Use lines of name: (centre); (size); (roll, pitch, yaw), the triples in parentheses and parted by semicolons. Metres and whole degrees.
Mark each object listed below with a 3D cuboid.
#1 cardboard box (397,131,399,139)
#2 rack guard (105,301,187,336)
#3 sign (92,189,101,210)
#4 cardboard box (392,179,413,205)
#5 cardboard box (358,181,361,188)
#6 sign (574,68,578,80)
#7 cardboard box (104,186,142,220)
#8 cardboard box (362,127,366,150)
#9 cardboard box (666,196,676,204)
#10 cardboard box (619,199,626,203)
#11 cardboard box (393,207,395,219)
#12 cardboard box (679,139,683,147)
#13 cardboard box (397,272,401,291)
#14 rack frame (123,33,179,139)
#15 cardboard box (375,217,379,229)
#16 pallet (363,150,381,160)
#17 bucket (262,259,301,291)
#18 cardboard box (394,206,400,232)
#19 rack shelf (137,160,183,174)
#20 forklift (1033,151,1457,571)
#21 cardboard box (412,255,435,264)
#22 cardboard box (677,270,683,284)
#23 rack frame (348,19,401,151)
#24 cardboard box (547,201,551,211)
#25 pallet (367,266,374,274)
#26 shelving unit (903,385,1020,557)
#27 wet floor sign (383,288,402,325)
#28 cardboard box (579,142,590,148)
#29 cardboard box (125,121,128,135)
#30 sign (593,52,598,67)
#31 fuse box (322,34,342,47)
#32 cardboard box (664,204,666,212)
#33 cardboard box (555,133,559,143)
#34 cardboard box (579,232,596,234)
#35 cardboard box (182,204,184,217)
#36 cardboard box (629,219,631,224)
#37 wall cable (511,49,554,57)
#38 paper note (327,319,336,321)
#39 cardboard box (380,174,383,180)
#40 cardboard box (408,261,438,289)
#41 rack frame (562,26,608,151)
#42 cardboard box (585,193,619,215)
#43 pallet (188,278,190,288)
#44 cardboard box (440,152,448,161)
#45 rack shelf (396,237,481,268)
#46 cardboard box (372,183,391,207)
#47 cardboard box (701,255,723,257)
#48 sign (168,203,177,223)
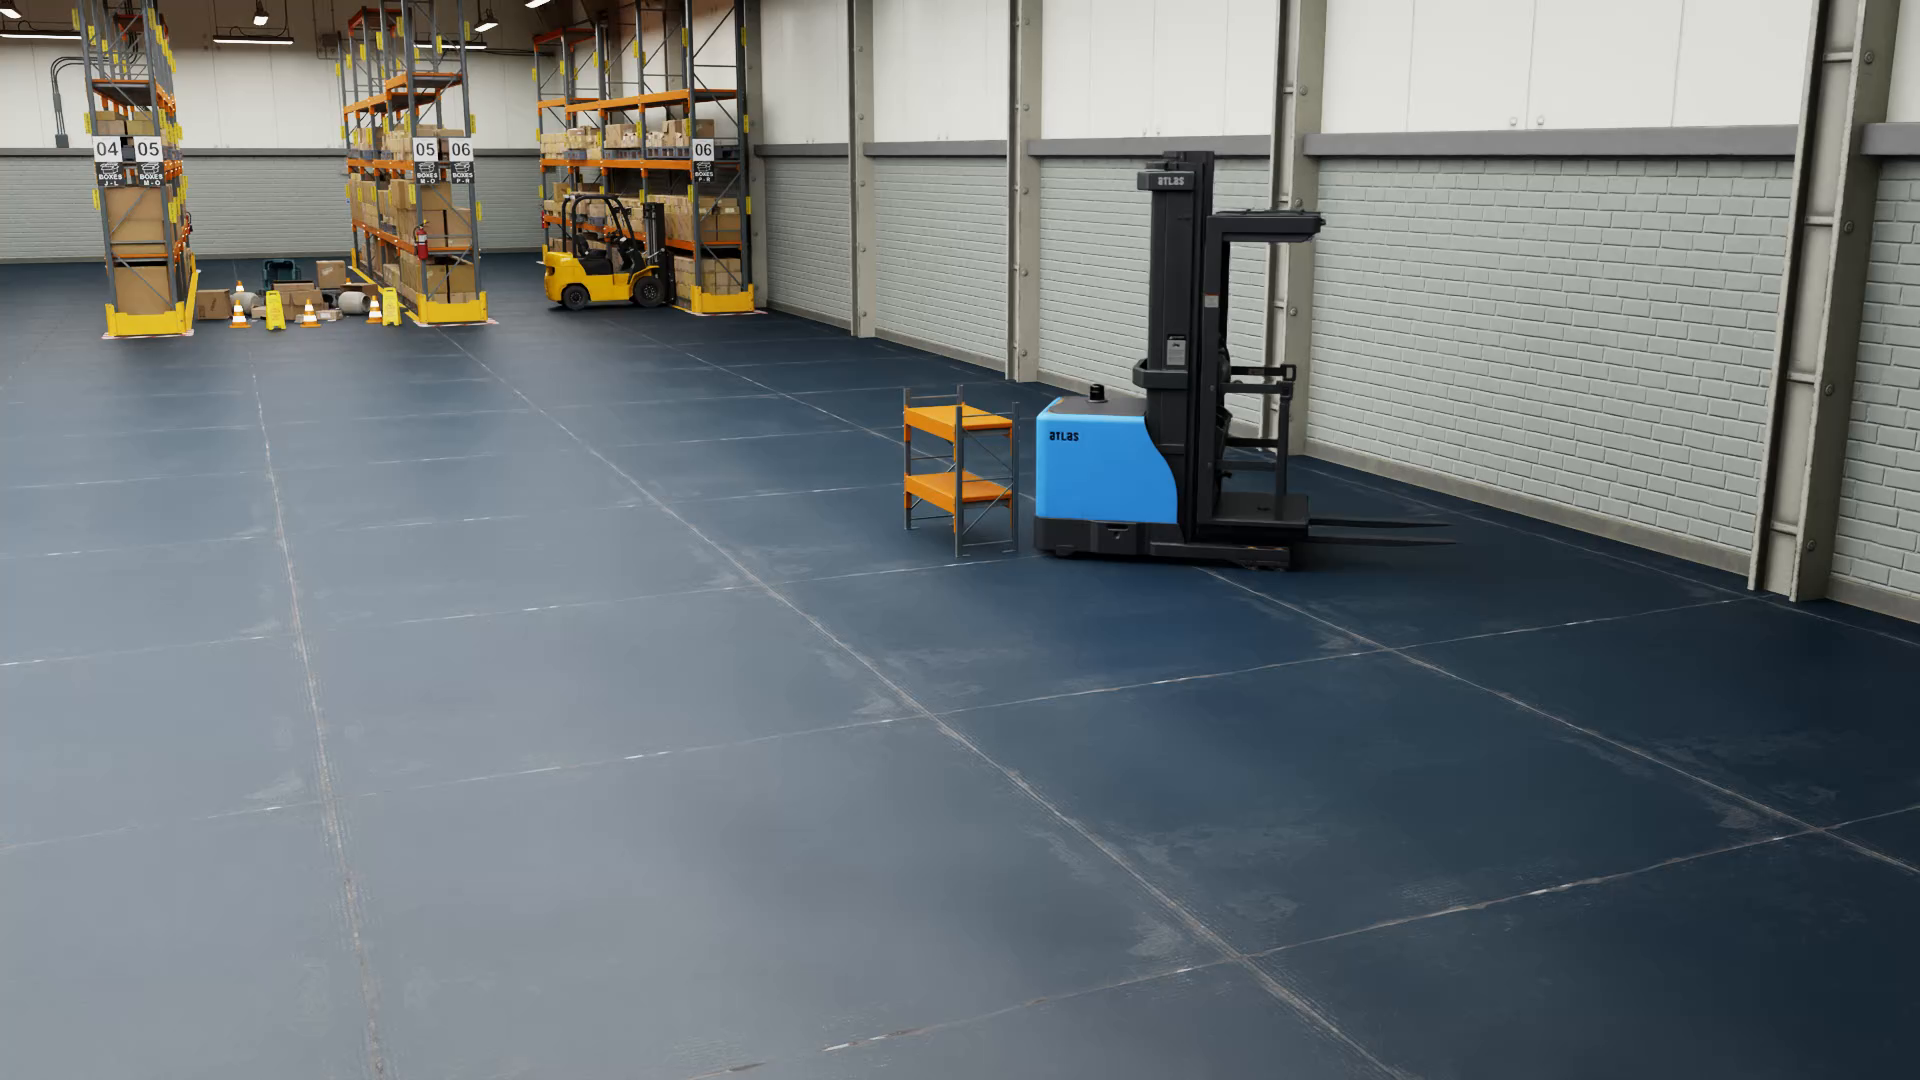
cardboard box: (-10.397, -7.636, 31.345); (0.380, 0.149, 0.250); (-6, 14, -25)
rack guard: (-13.562, -3.695, 27.728); (1.175, 0.500, 0.348); (-6, 14, -23)
sign: (-14.074, -5.552, 27.111); (0.100, 0.325, 0.005); (-6, 14, -23)
cardboard box: (-10.517, -6.675, 31.961); (0.700, 0.500, 0.500); (-6, 14, -23)
cardboard box: (-14.326, -8.474, 40.391); (0.500, 0.500, 0.500); (-6, 14, -23)
sign: (-10.423, -12.642, 45.112); (0.100, 0.325, 0.005); (-6, 14, -23)
cardboard box: (-13.990, -5.703, 28.130); (0.875, 0.550, 0.550); (-6, 14, -23)
cardboard box: (-13.253, -9.092, 37.694); (0.500, 0.500, 0.500); (-5, 14, -22)
cardboard box: (-5.688, -6.820, 33.363); (0.380, 0.149, 0.250); (-6, 14, -23)
cardboard box: (-7.350, -7.495, 36.940); (0.380, 0.149, 0.250); (-5, 14, -22)
cardboard box: (-11.074, -6.686, 33.291); (0.500, 0.500, 0.500); (-6, 14, -24)
cardboard box: (-5.140, -7.571, 31.683); (0.380, 0.149, 0.250); (-6, 14, -25)
cardboard box: (-10.891, -5.245, 33.777); (0.950, 0.372, 0.625); (-5, 14, -22)
rack frame: (-19.981, -11.147, 41.074); (1.000, 3.000, 0.127); (-6, 14, -23)
cardboard box: (-12.722, -7.047, 36.998); (0.500, 0.250, 0.500); (-6, 14, -25)
pallet: (-12.588, -8.537, 36.868); (1.213, 0.211, 1.003); (-5, 14, -20)
bucket: (-13.007, -5.070, 32.014); (0.726, 0.611, 0.620); (-1, 3, -4)
cardboard box: (-10.758, -6.290, 32.514); (0.500, 0.500, 0.500); (-6, 14, -23)
rack shelf: (-19.180, -8.922, 39.708); (1.077, 0.370, 4.000); (-6, 14, -23)
forklift: (2.116, -1.336, 12.140); (3.031, 2.935, 1.130); (3, 13, 12)
cardboard box: (-9.845, -5.144, 30.510); (0.380, 0.149, 0.250); (-5, 14, -21)
cardboard box: (-5.203, -5.121, 32.401); (0.500, 0.250, 0.500); (-6, 14, -24)
rack frame: (-13.884, -10.788, 39.525); (1.000, 3.000, 0.127); (-6, 14, -23)
cardboard box: (-10.802, -8.991, 44.736); (0.500, 0.250, 0.500); (-5, 14, -22)
pallet: (-14.117, -6.671, 41.225); (1.003, 0.211, 1.213); (-6, 14, -23)
shelving unit: (-0.003, -0.549, 12.749); (0.538, 1.125, 1.048); (-6, 14, -23)
wet floor sign: (-9.981, -4.103, 29.168); (0.267, 0.644, 0.232); (-1, 13, -4)
cardboard box: (-8.943, -9.494, 39.990); (0.380, 0.149, 0.250); (-5, 14, -22)
cardboard box: (-14.223, -6.884, 27.829); (0.500, 0.250, 0.500); (-6, 14, -23)
sign: (-8.228, -10.853, 37.560); (0.100, 0.325, 0.005); (-6, 14, -23)
fuse box: (-17.987, -14.308, 47.637); (0.513, 0.334, 0.176); (-6, 14, -23)
cardboard box: (-5.759, -6.670, 33.375); (0.380, 0.149, 0.250); (-6, 14, -25)
cardboard box: (-10.166, -10.383, 42.993); (0.500, 0.250, 0.500); (-5, 14, -22)
cardboard box: (-9.382, -7.670, 41.870); (0.380, 0.149, 0.250); (-6, 14, -24)
cardboard box: (-18.346, -7.716, 38.675); (0.500, 0.500, 0.500); (-6, 14, -24)
cardboard box: (-6.951, -6.878, 36.267); (0.500, 0.250, 0.500); (-6, 14, -23)
wall cable: (-12.027, -16.055, 49.947); (2.988, 3.039, 0.133); (-6, 14, -23)
paper note: (-11.279, -3.955, 29.891); (0.148, 0.019, 0.142); (-12, 18, -42)
cardboard box: (-14.031, -8.906, 40.822); (0.380, 0.149, 0.250); (-6, 14, -24)
cardboard box: (-10.044, -4.971, 31.199); (0.500, 0.500, 0.500); (-6, 14, -24)
rack frame: (-9.337, -11.237, 41.466); (1.000, 3.000, 0.127); (-6, 14, -23)
cardboard box: (-8.558, -8.064, 39.897); (0.797, 0.503, 0.637); (-6, 14, -24)
pallet: (-17.573, -5.626, 36.709); (1.003, 0.211, 1.213); (-6, 14, -23)
cardboard box: (-9.099, -6.869, 29.802); (0.380, 0.149, 0.250); (-6, 14, -25)
rack shelf: (-9.878, -5.449, 31.356); (1.077, 0.370, 4.000); (-6, 14, -23)
cardboard box: (-12.728, -7.658, 36.866); (0.500, 0.500, 0.500); (-6, 14, -24)
cardboard box: (-4.943, -5.511, 32.978); (0.500, 0.250, 0.500); (-6, 14, -23)
sign: (-13.061, -5.427, 27.572); (0.100, 0.325, 0.005); (-6, 14, -23)
